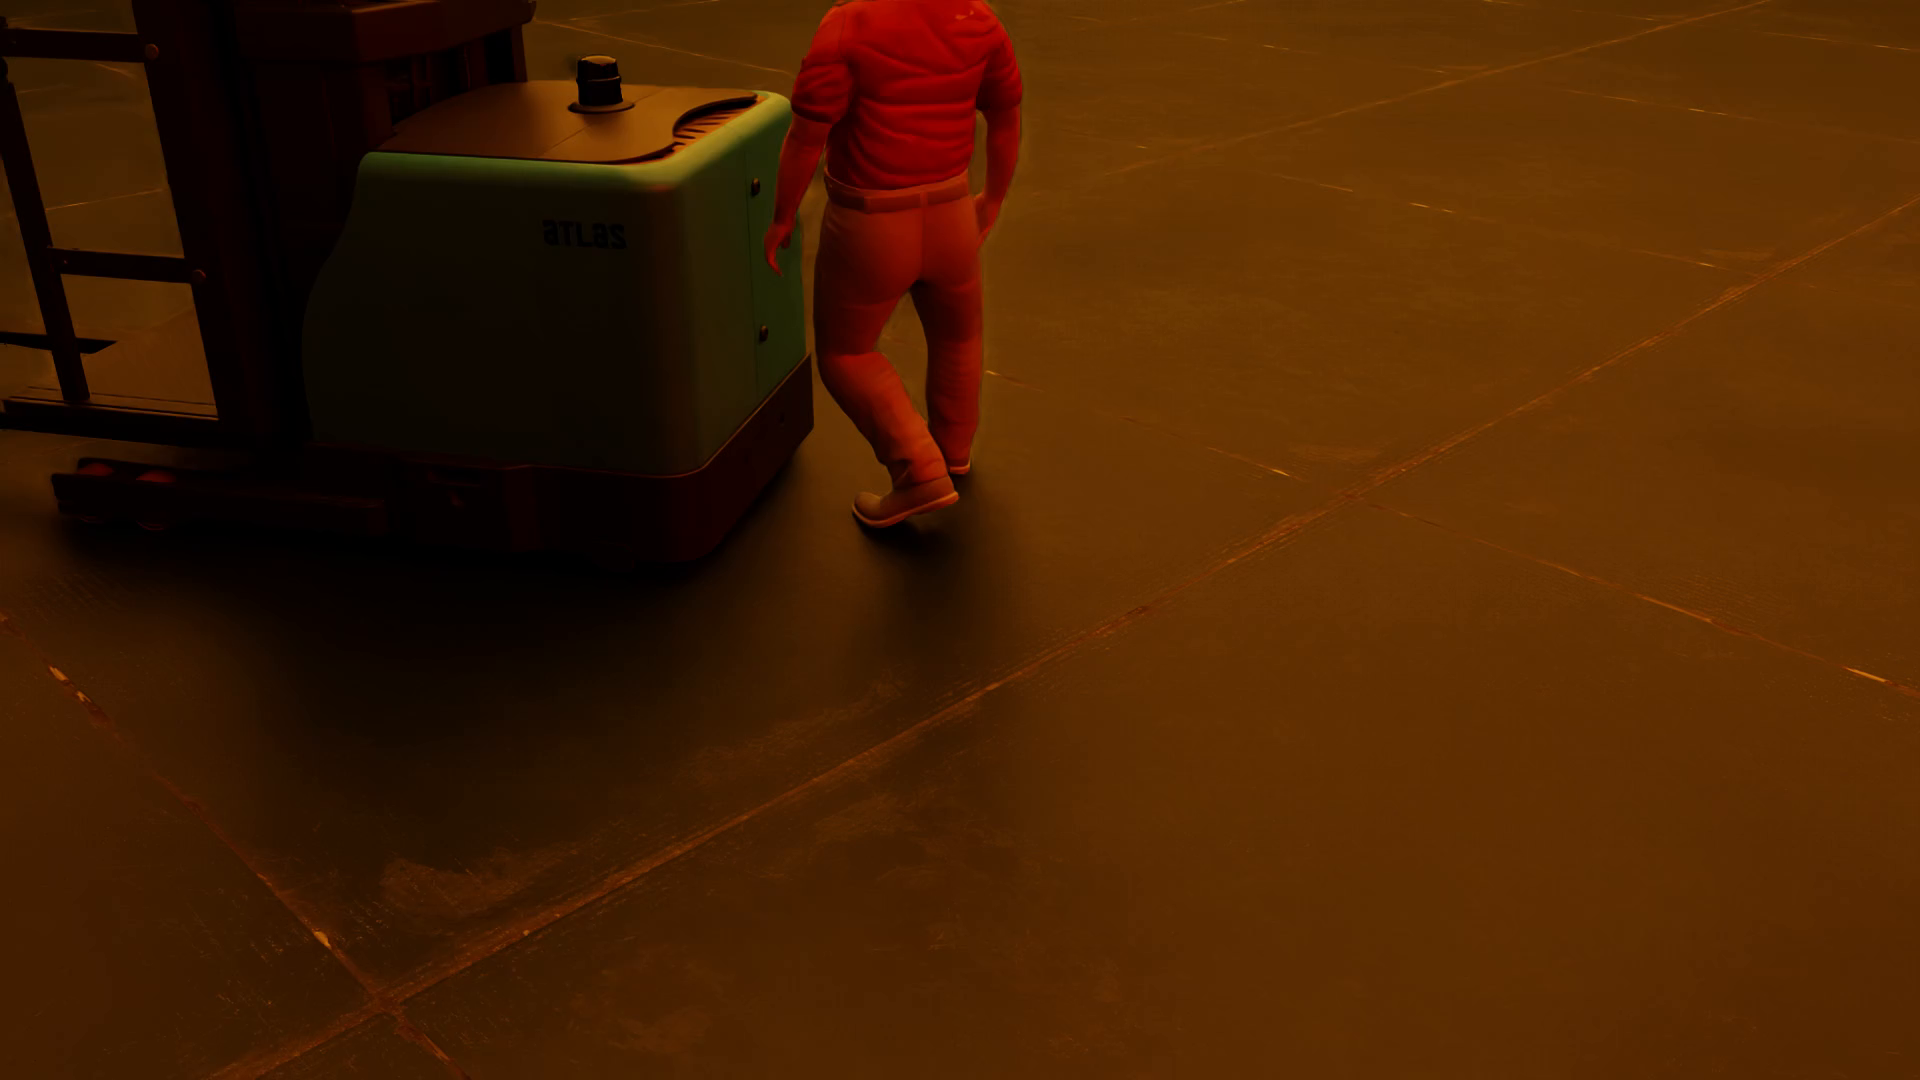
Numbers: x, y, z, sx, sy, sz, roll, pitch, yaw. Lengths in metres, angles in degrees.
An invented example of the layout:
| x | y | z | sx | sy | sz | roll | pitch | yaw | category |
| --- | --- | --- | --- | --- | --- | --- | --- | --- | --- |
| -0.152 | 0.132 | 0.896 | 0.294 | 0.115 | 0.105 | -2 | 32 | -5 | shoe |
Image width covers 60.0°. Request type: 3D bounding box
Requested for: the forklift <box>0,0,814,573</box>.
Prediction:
| x | y | z | sx | sy | sz | roll | pitch | yaw | category |
| --- | --- | --- | --- | --- | --- | --- | --- | --- | --- |
| -2.020 | -1.560 | 4.394 | 3.031 | 2.935 | 1.130 | 6 | 27 | 12 | forklift |

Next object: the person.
| x | y | z | sx | sy | sz | roll | pitch | yaw | category |
| --- | --- | --- | --- | --- | --- | --- | --- | --- | --- |
| -0.218 | -0.882 | 4.435 | 0.695 | 1.686 | 0.679 | -13 | 29 | -25 | person |
